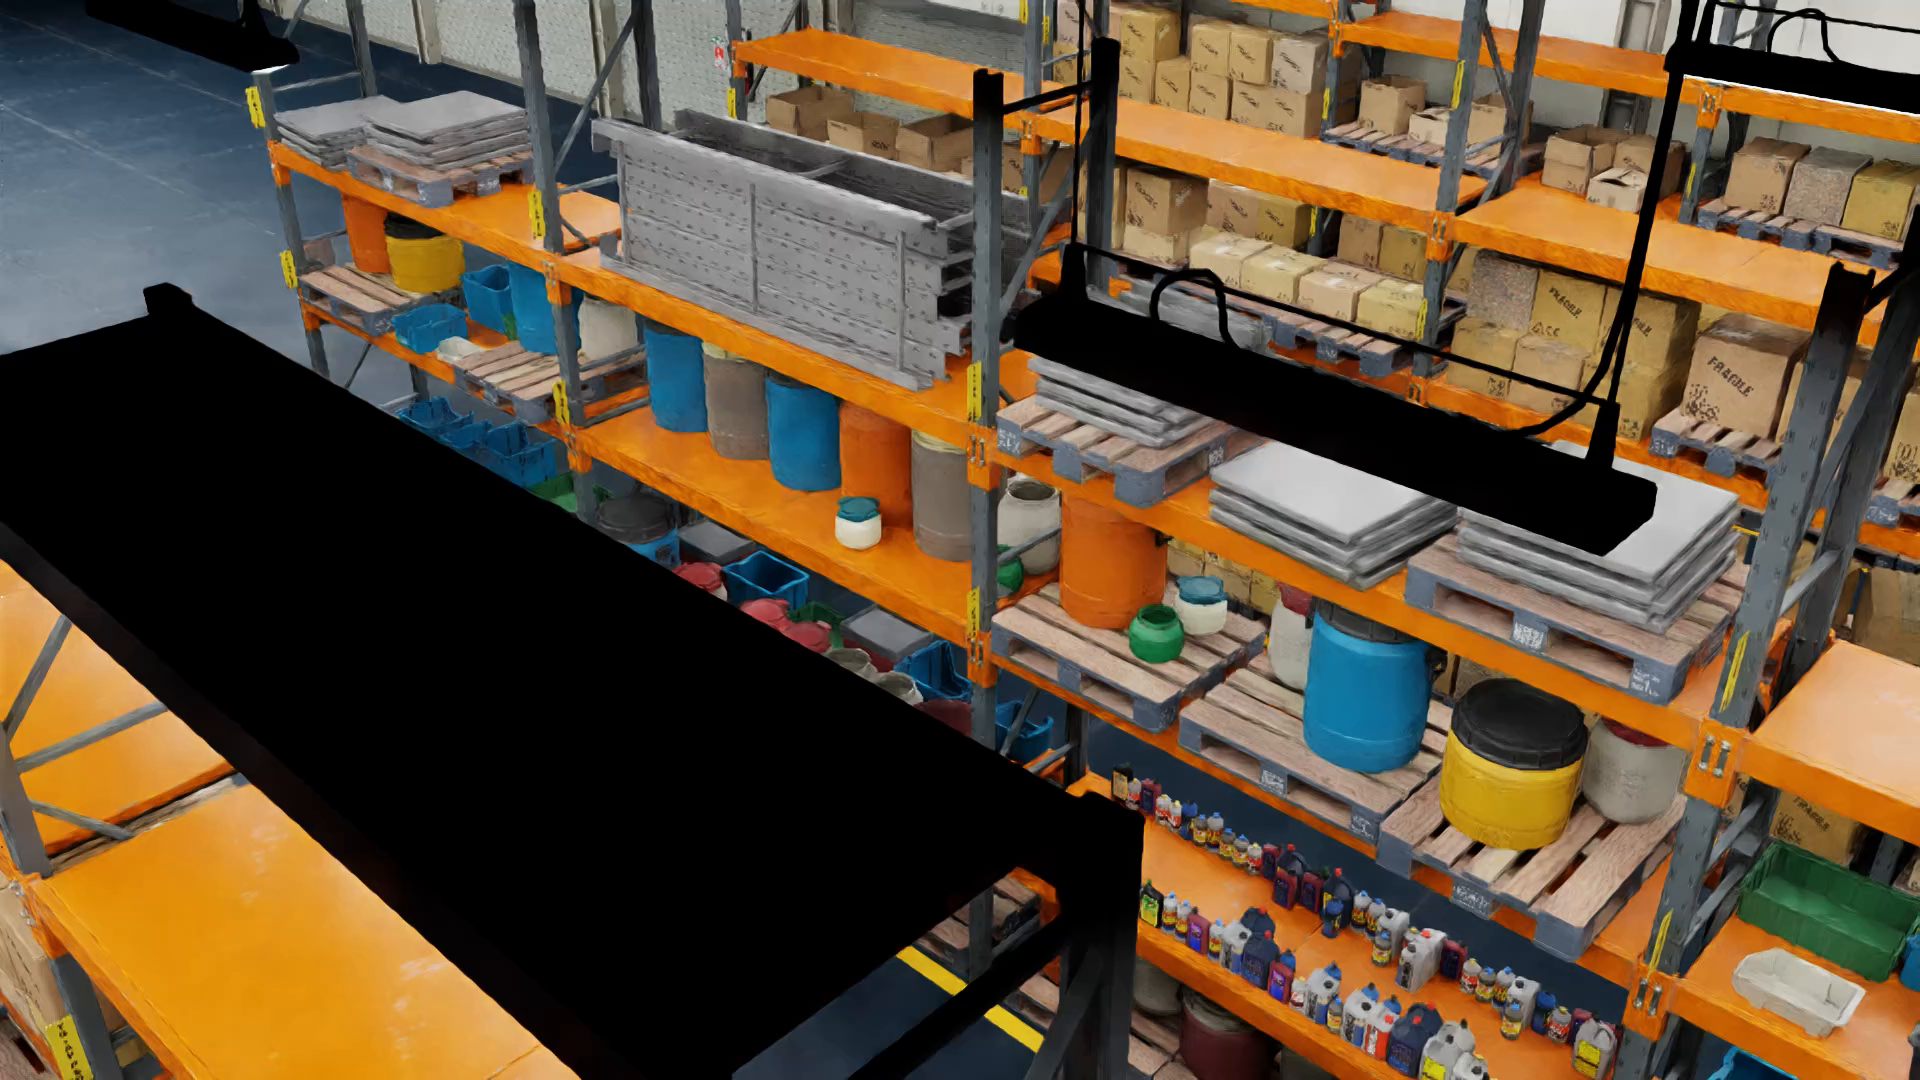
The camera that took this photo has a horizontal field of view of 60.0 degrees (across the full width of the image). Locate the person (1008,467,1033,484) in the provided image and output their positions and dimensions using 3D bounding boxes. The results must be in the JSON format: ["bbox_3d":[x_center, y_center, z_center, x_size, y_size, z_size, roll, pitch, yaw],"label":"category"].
[{"bbox_3d":[0.423,-0.078,14.520,0.634,1.789,0.477,9,31,15],"label":"person"}]
